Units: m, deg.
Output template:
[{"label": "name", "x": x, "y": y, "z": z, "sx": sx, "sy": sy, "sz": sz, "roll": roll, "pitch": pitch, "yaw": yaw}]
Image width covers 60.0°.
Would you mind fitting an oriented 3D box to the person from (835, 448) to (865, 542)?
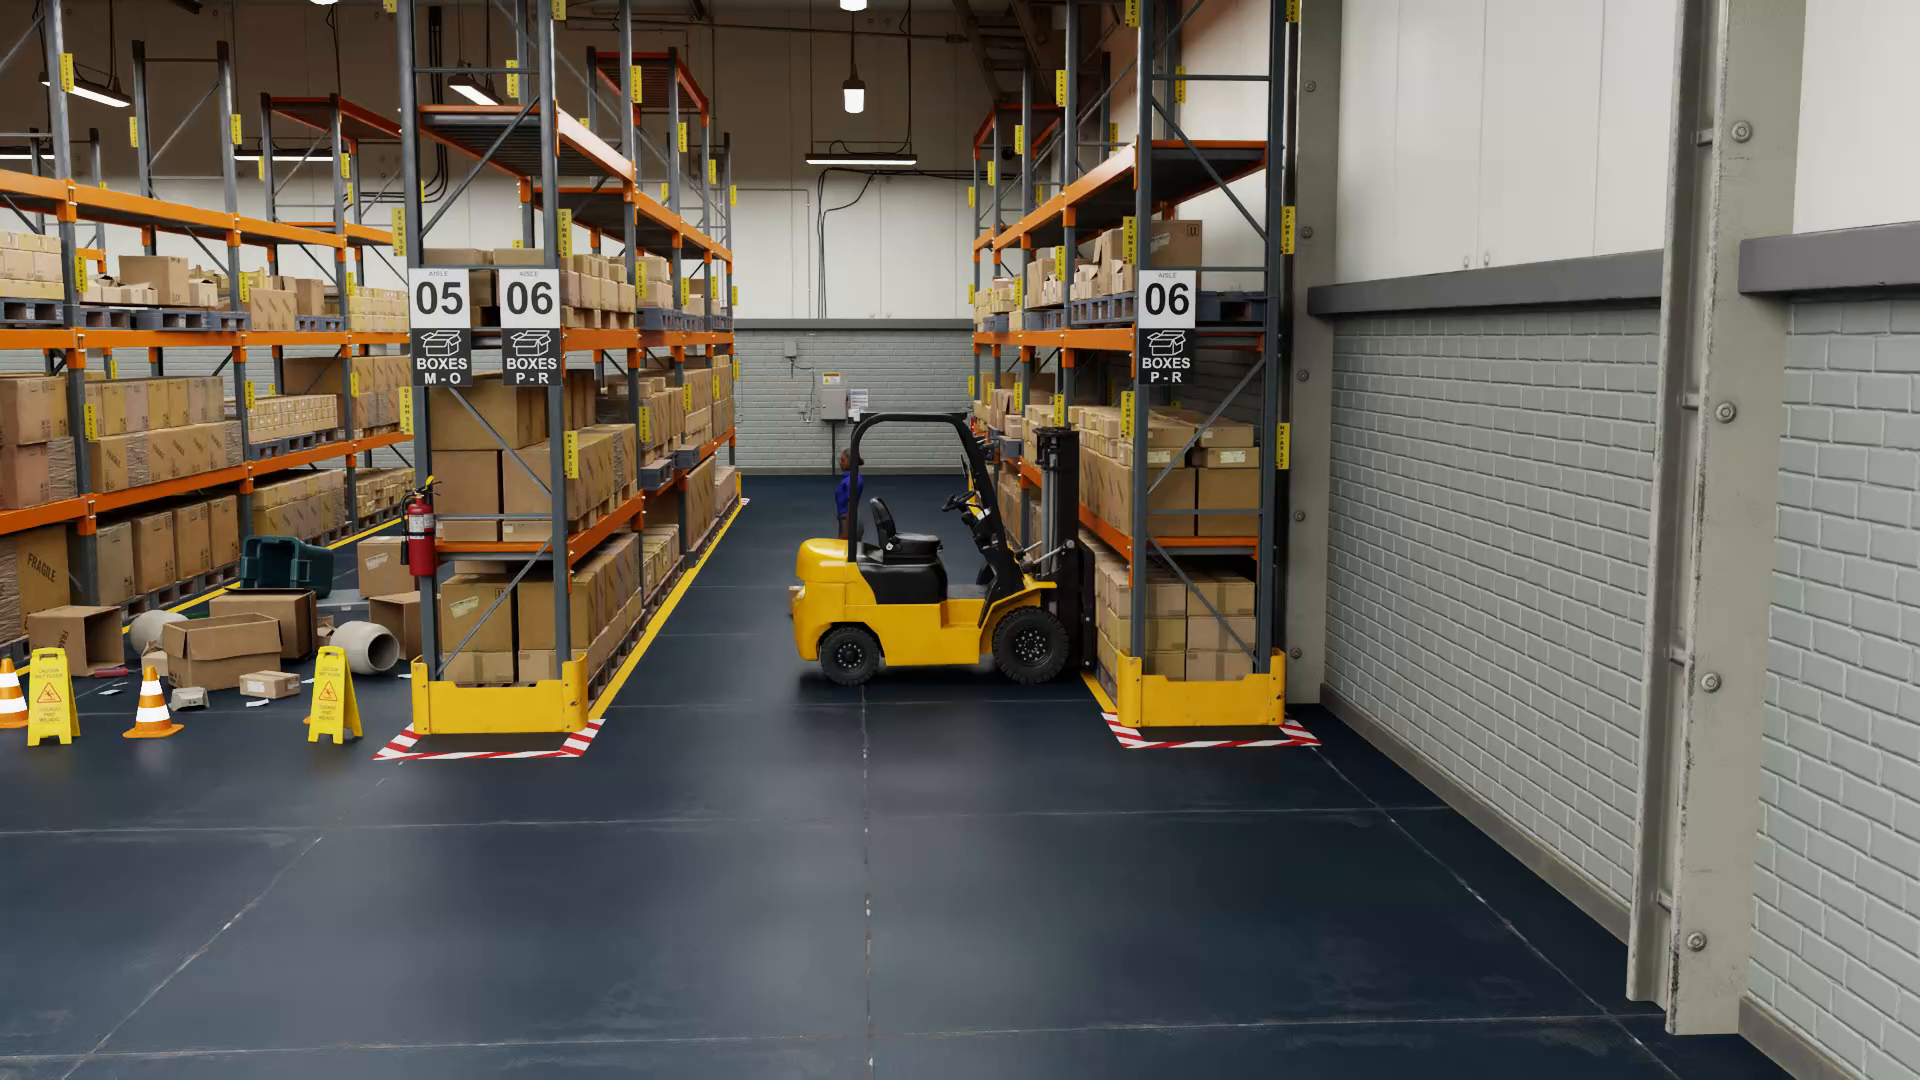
[{"label": "person", "x": -1.098, "y": -0.094, "z": 16.560, "sx": 0.308, "sy": 1.658, "sz": 0.437, "roll": 0, "pitch": 7, "yaw": -2}]
